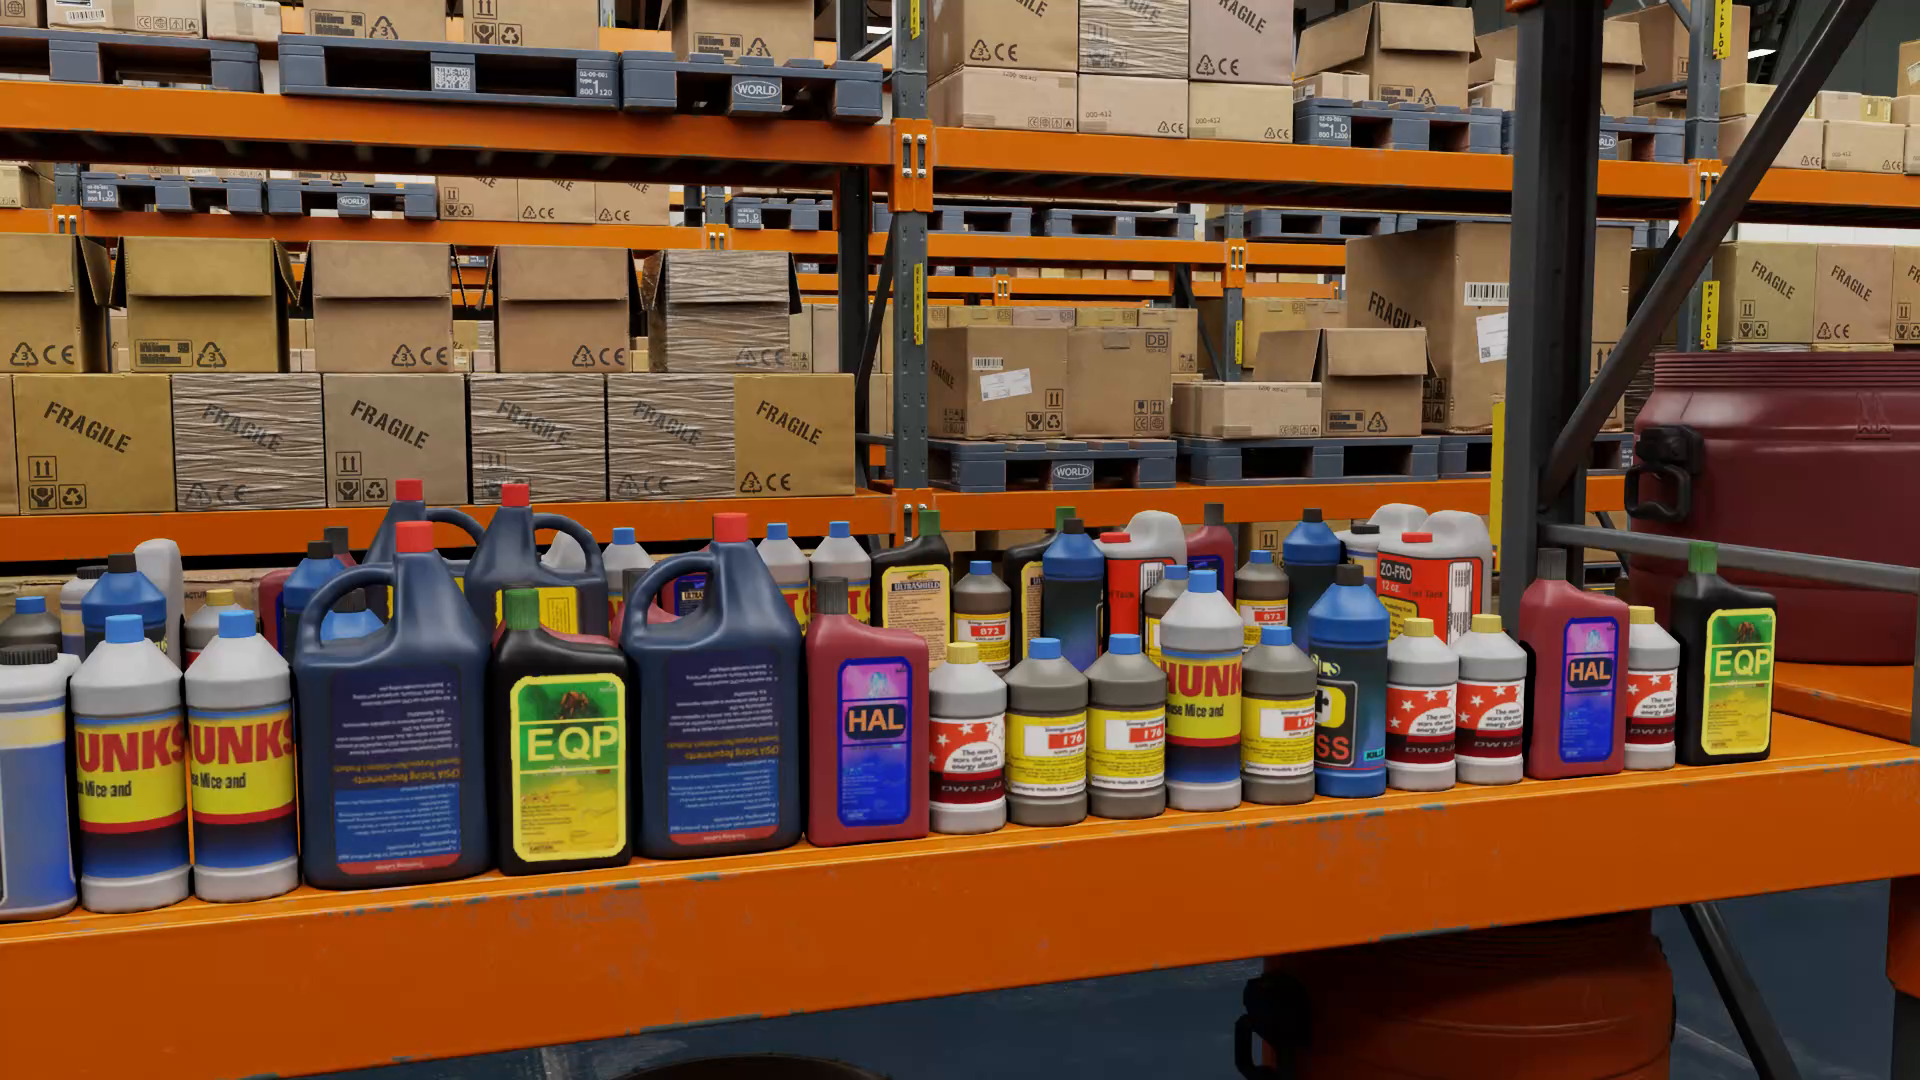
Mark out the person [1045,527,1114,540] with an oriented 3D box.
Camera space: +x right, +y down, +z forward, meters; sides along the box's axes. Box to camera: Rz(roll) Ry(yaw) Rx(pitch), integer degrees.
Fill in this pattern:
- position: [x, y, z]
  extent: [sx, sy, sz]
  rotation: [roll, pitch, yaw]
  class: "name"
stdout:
- position: [0.711, 0.001, 9.671]
  extent: [0.410, 1.686, 0.552]
  rotation: [-2, 6, -17]
  class: "person"
